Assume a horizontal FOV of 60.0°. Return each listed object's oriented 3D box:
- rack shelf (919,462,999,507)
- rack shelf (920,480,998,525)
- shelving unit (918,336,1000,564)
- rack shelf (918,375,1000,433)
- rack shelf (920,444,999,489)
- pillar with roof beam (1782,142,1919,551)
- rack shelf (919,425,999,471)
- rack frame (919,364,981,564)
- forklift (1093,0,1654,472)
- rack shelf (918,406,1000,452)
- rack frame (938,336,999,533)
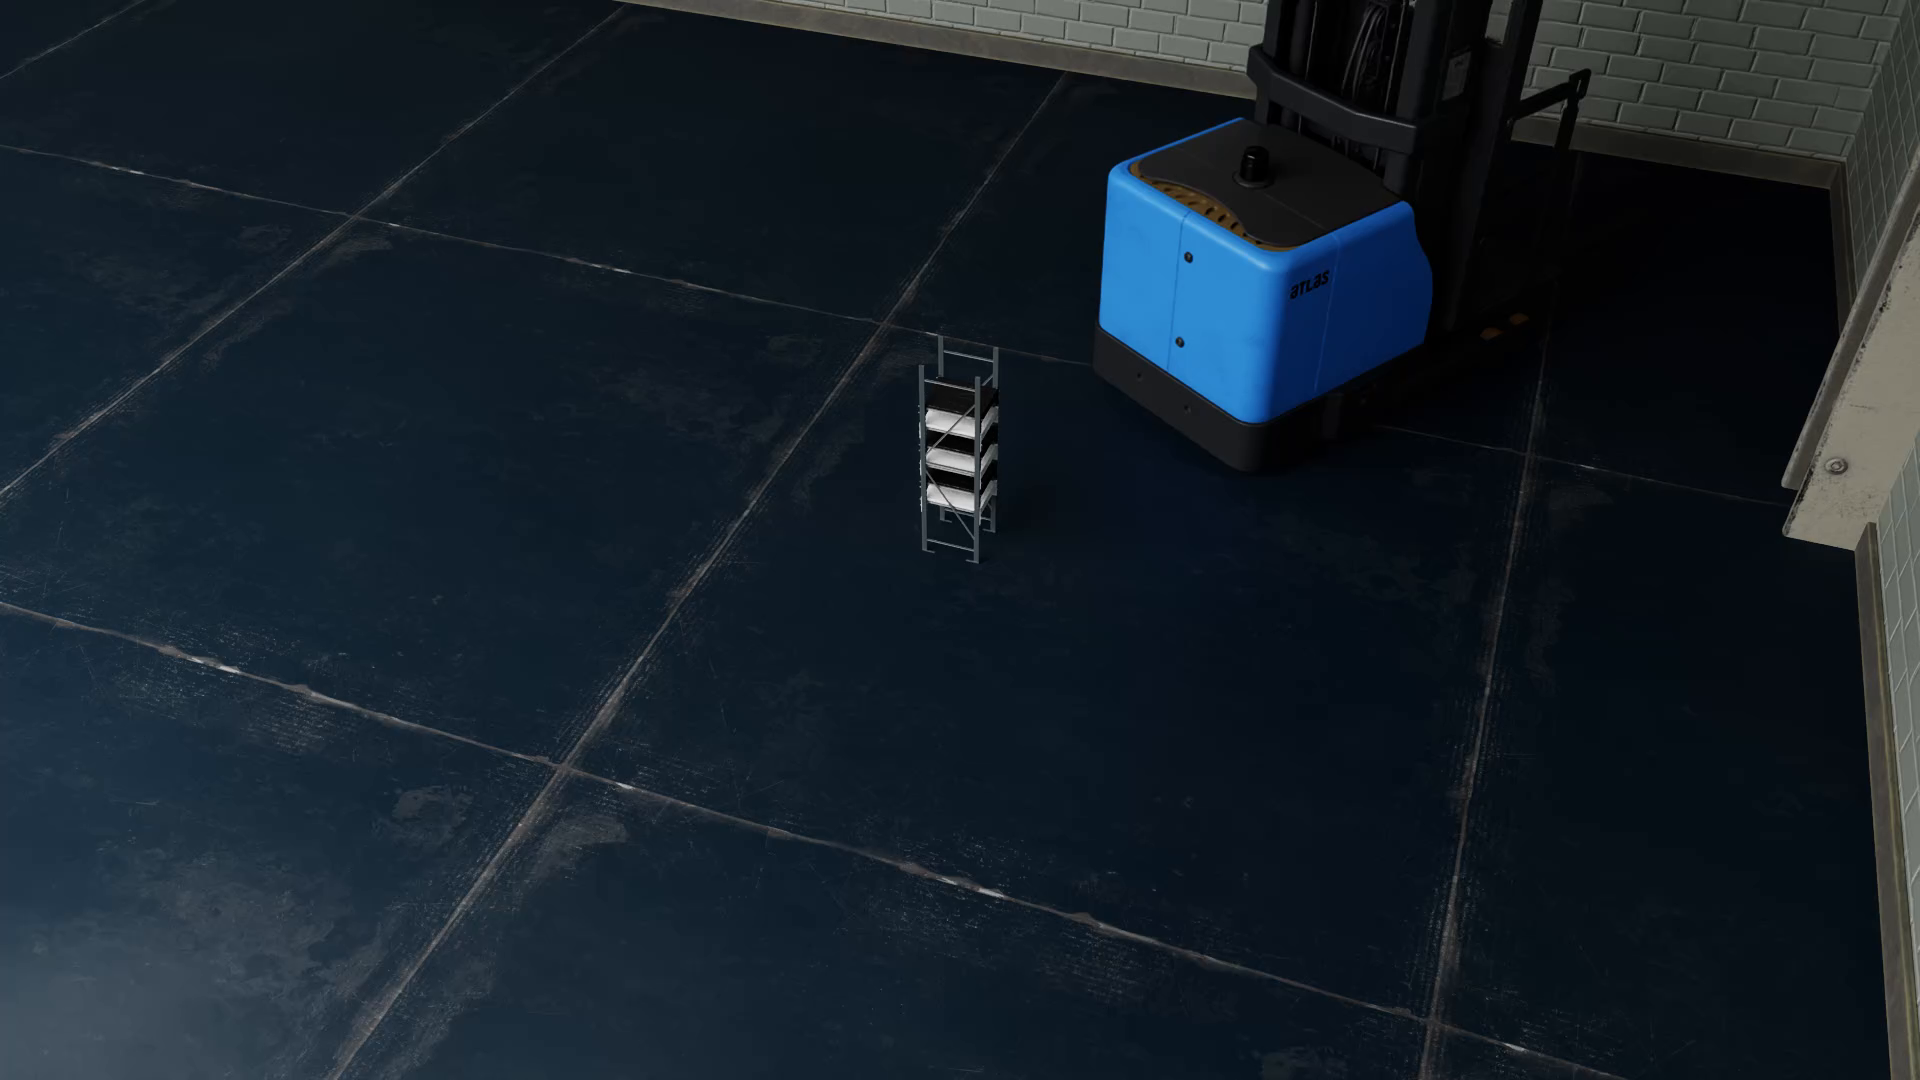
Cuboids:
[{"bbox_3d":[-0.003,-0.244,6.532,0.258,0.077,0.200,13,42,15],"label":"rack shelf"},{"bbox_3d":[-0.003,-0.175,6.591,0.258,0.077,0.200,13,42,15],"label":"rack shelf"},{"bbox_3d":[-0.003,-0.337,6.452,0.258,0.900,0.210,13,42,15],"label":"shelving unit"},{"bbox_3d":[-0.003,-0.517,6.299,0.258,0.077,0.200,13,42,15],"label":"rack shelf"},{"bbox_3d":[-0.003,-0.312,6.474,0.258,0.077,0.200,13,42,15],"label":"rack shelf"},{"bbox_3d":[-0.482,-4.483,5.072,9.100,9.000,0.400,13,42,15],"label":"pillar with roof beam"},{"bbox_3d":[-0.003,-0.381,6.415,0.258,0.077,0.200,13,42,15],"label":"rack shelf"},{"bbox_3d":[-0.038,-0.275,6.379,0.240,0.900,0.006,13,42,15],"label":"rack frame"},{"bbox_3d":[2.084,-2.184,7.051,3.031,2.935,1.130,-26,47,-27],"label":"forklift"},{"bbox_3d":[-0.003,-0.449,6.357,0.258,0.077,0.200,13,42,15],"label":"rack shelf"},{"bbox_3d":[0.032,-0.399,6.525,0.240,0.900,0.006,13,42,15],"label":"rack frame"}]
